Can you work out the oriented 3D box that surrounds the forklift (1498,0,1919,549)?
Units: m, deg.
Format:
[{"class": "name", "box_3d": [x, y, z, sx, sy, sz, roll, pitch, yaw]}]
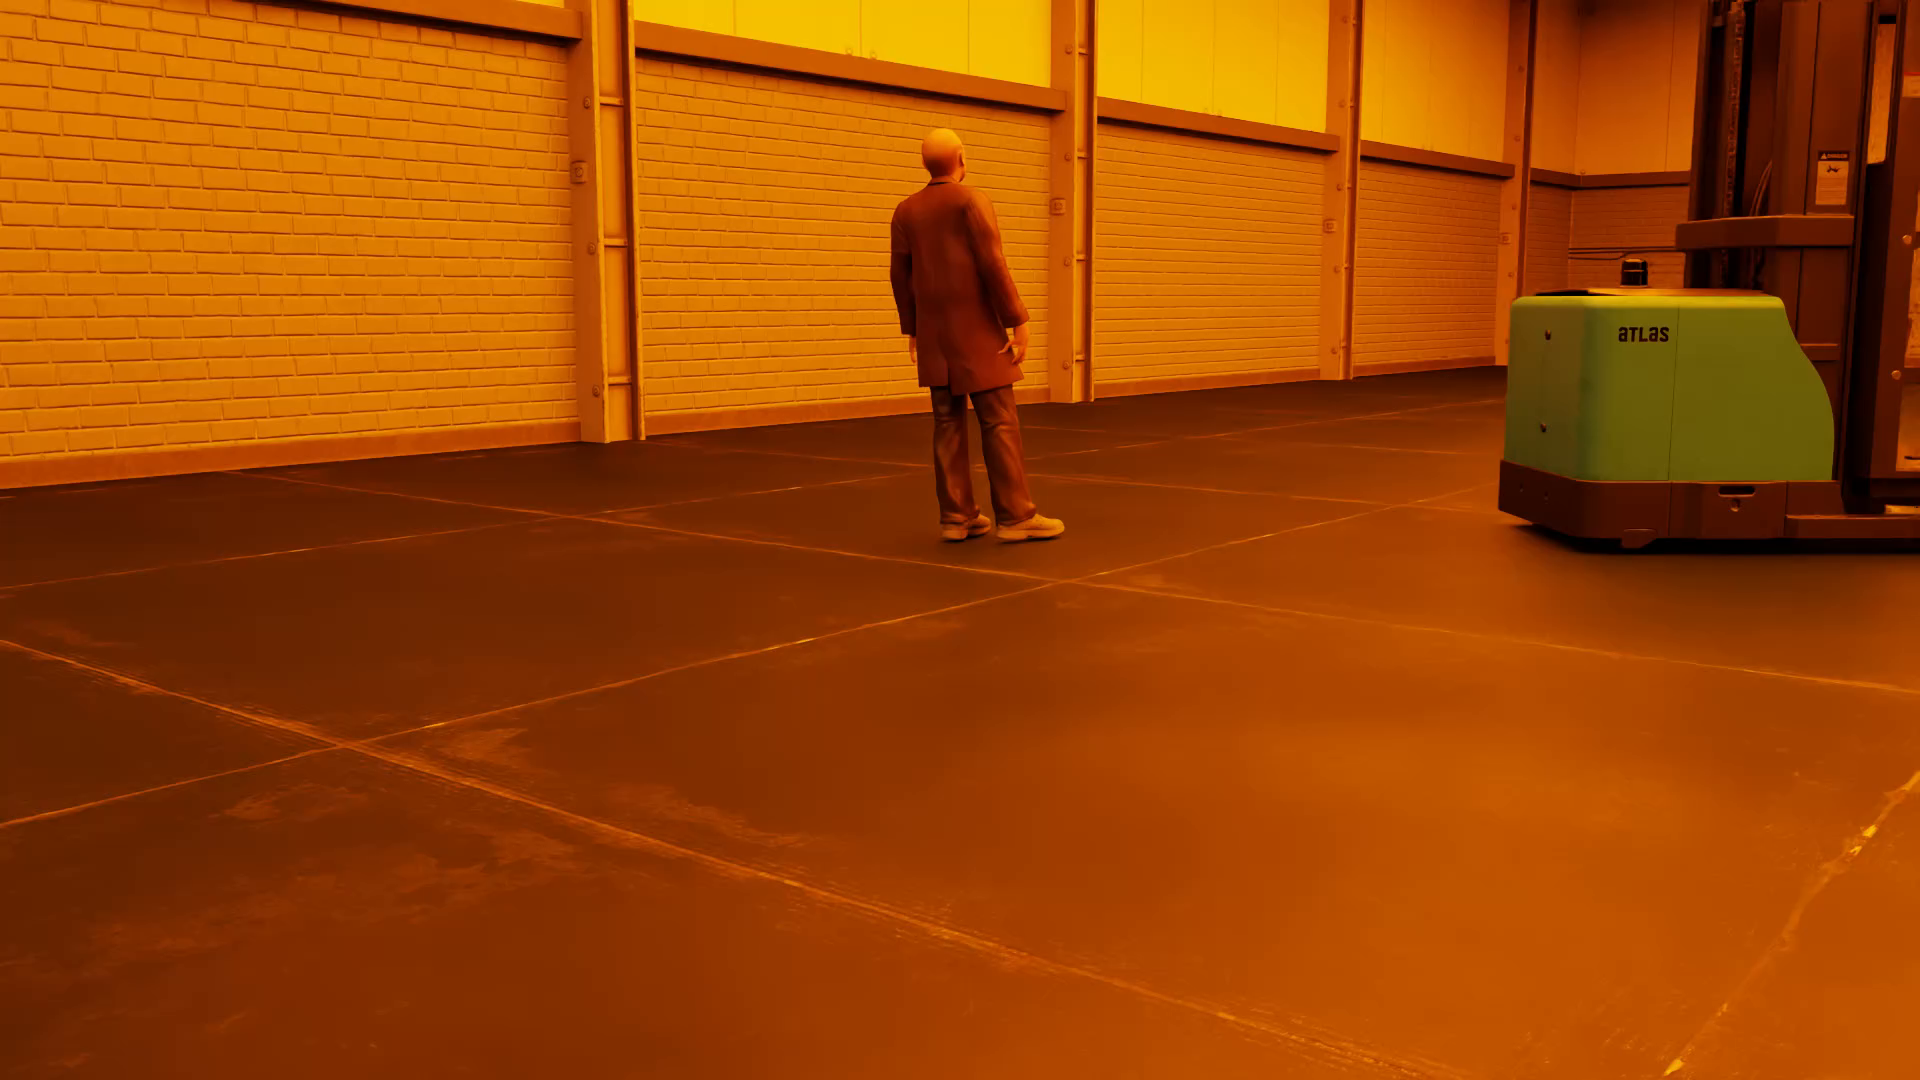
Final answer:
[{"class": "forklift", "box_3d": [4.078, -1.466, 7.298, 3.031, 2.935, 1.130, 0, 8, -2]}]

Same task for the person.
[{"class": "person", "box_3d": [0.061, -0.896, 7.344, 0.696, 1.777, 0.579, 7, 11, 38]}]
